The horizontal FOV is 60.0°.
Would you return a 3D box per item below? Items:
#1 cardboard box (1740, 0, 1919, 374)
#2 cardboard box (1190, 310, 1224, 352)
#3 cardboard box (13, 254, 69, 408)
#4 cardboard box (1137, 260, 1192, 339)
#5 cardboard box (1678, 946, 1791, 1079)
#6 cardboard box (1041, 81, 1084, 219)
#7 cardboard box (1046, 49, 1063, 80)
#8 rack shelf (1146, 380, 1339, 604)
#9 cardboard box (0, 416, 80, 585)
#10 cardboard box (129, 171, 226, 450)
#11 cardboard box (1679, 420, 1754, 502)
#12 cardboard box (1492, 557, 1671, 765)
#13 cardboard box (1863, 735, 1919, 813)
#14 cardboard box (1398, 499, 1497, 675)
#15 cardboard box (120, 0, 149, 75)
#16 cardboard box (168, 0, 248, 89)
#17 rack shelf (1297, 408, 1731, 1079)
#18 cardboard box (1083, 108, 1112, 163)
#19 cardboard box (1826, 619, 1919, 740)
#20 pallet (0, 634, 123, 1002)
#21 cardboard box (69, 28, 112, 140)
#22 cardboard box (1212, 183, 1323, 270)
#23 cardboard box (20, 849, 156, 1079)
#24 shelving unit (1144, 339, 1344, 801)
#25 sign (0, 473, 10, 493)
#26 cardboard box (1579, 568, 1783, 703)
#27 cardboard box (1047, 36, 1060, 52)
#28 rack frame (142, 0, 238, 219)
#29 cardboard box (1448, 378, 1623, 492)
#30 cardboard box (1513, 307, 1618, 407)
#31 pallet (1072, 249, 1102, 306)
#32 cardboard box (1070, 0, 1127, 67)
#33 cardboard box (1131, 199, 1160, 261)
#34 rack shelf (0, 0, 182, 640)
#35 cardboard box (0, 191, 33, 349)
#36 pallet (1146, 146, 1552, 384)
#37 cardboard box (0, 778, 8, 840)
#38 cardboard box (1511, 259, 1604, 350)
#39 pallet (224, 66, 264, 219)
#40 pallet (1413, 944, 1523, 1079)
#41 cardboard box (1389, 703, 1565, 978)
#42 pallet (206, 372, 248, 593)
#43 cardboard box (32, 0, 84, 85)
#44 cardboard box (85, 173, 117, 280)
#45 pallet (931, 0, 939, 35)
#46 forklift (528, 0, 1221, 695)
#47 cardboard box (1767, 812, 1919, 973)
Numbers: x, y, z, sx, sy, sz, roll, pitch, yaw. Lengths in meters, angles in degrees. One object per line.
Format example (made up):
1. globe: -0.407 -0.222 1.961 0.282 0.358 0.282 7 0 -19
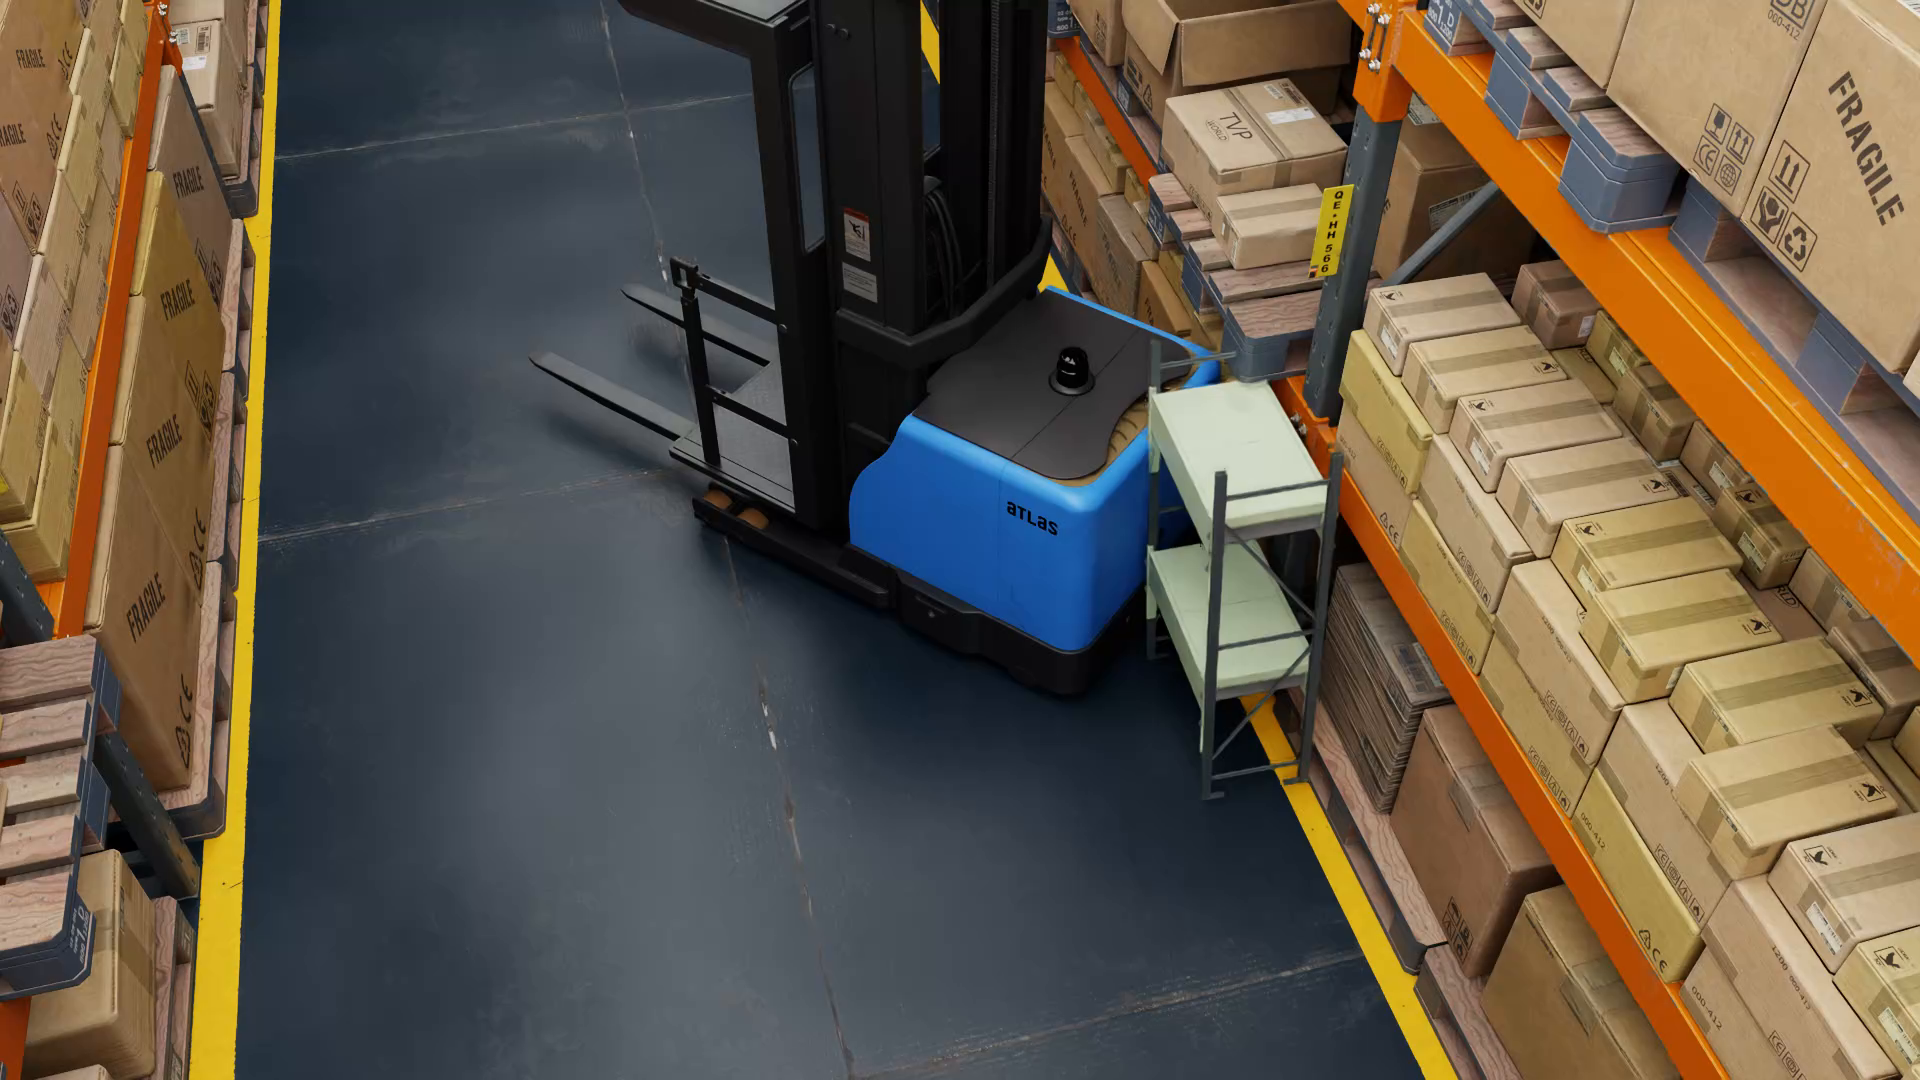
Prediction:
1. cardboard box: 1.864 -0.685 3.037 0.500 0.500 0.500 -10 46 -9
2. cardboard box: 1.158 -0.831 6.717 0.380 0.149 0.250 -12 47 -12
3. cardboard box: -3.166 -0.629 5.272 0.500 0.250 0.500 -10 46 -9
4. cardboard box: 1.083 -0.898 7.237 0.500 0.500 0.500 -9 46 -9
5. cardboard box: 2.064 1.154 3.874 0.500 0.250 0.500 -10 47 -10
6. cardboard box: 0.682 -1.958 8.275 0.500 0.500 0.500 -11 47 -11
7. cardboard box: 0.610 -2.452 8.306 0.380 0.149 0.250 -12 47 -11
8. rack shelf: 0.925 -0.192 5.551 0.431 0.370 0.720 -10 41 -6
9. cardboard box: -3.026 -0.086 5.090 0.500 0.250 0.500 -11 47 -11
10. cardboard box: -3.693 -0.884 6.961 0.875 0.875 0.875 -9 46 -9
11. cardboard box: 2.245 -0.233 4.604 0.380 0.149 0.250 -12 47 -11
12. cardboard box: 1.775 0.274 4.387 0.500 0.250 0.500 -12 47 -11
13. cardboard box: 2.417 0.520 4.146 0.500 0.250 0.500 -12 47 -11
14. cardboard box: 1.655 0.087 4.921 0.500 0.250 0.500 -12 47 -11
15. cardboard box: -3.809 -2.200 7.162 0.500 0.250 0.500 -12 47 -11
16. cardboard box: -4.454 -2.838 9.182 0.875 0.438 0.875 -12 47 -11
17. rack shelf: 2.166 0.968 4.456 1.077 0.370 4.000 -11 47 -10
18. cardboard box: 0.798 -1.911 7.775 0.380 0.149 0.250 -11 47 -10
19. cardboard box: 2.344 0.317 4.066 0.380 0.149 0.250 -9 46 -9
20. pallet: -2.858 0.785 4.266 1.213 0.211 1.003 -11 47 -10
21. cardboard box: -3.546 -1.679 6.301 0.500 0.250 0.500 -10 46 -9
22. cardboard box: 1.115 -1.107 5.868 0.380 0.149 0.250 -10 46 -10
23. cardboard box: -3.009 1.410 5.065 0.950 0.372 0.625 -14 47 -13
24. shelving unit: 0.949 0.103 5.805 0.431 1.500 0.755 -10 41 -6
25. sign: -2.621 -0.238 4.379 0.100 0.325 0.005 -11 47 -10
26. cardboard box: 1.791 0.236 4.145 0.380 0.149 0.250 -10 46 -9
27. cardboard box: 0.577 -2.563 8.206 0.380 0.149 0.250 -13 47 -12
28. rack frame: -4.168 -2.517 7.367 1.000 3.000 0.127 -11 47 -10
29. cardboard box: 1.611 -0.296 4.667 0.380 0.149 0.250 -10 46 -9
30. cardboard box: 2.037 -0.528 5.173 0.500 0.250 0.500 -10 46 -9
31. pallet: 1.190 -1.052 7.884 1.003 0.211 1.213 -11 47 -10
32. cardboard box: 0.871 -2.334 6.824 0.700 0.500 0.500 -11 47 -11
33. cardboard box: 0.970 -1.379 7.254 0.380 0.149 0.250 -13 47 -12
34. rack shelf: -3.656 -0.884 6.270 1.077 0.370 4.000 -11 47 -10
35. cardboard box: -3.170 -0.866 4.979 0.500 0.500 0.500 -11 47 -10
36. pallet: 1.412 -1.053 6.067 1.213 0.211 1.003 -11 47 -10
37. cardboard box: -2.586 0.707 4.090 0.380 0.149 0.250 -11 47 -11
38. cardboard box: 1.933 -0.740 5.101 0.380 0.149 0.250 -9 46 -9
39. pallet: -4.287 -2.080 8.891 1.003 0.211 1.213 -11 47 -10
40. pallet: 2.136 1.727 5.160 1.003 0.211 1.213 -11 47 -10
41. cardboard box: 1.975 0.902 5.385 0.875 0.625 0.625 -9 46 -9
42. pallet: -3.581 -0.178 7.027 1.003 0.211 1.213 -11 47 -10
43. cardboard box: -3.560 -1.929 6.021 0.500 0.500 0.500 -9 46 -9
44. cardboard box: -3.432 -1.141 6.124 0.500 0.250 0.500 -11 47 -10
45. pallet: 0.455 -2.925 9.720 1.003 0.211 1.213 -11 47 -10
46. forklift: -0.514 -1.279 6.202 3.031 2.935 1.130 26 51 23
47. cardboard box: 2.020 0.762 3.629 0.380 0.149 0.250 -10 46 -10
